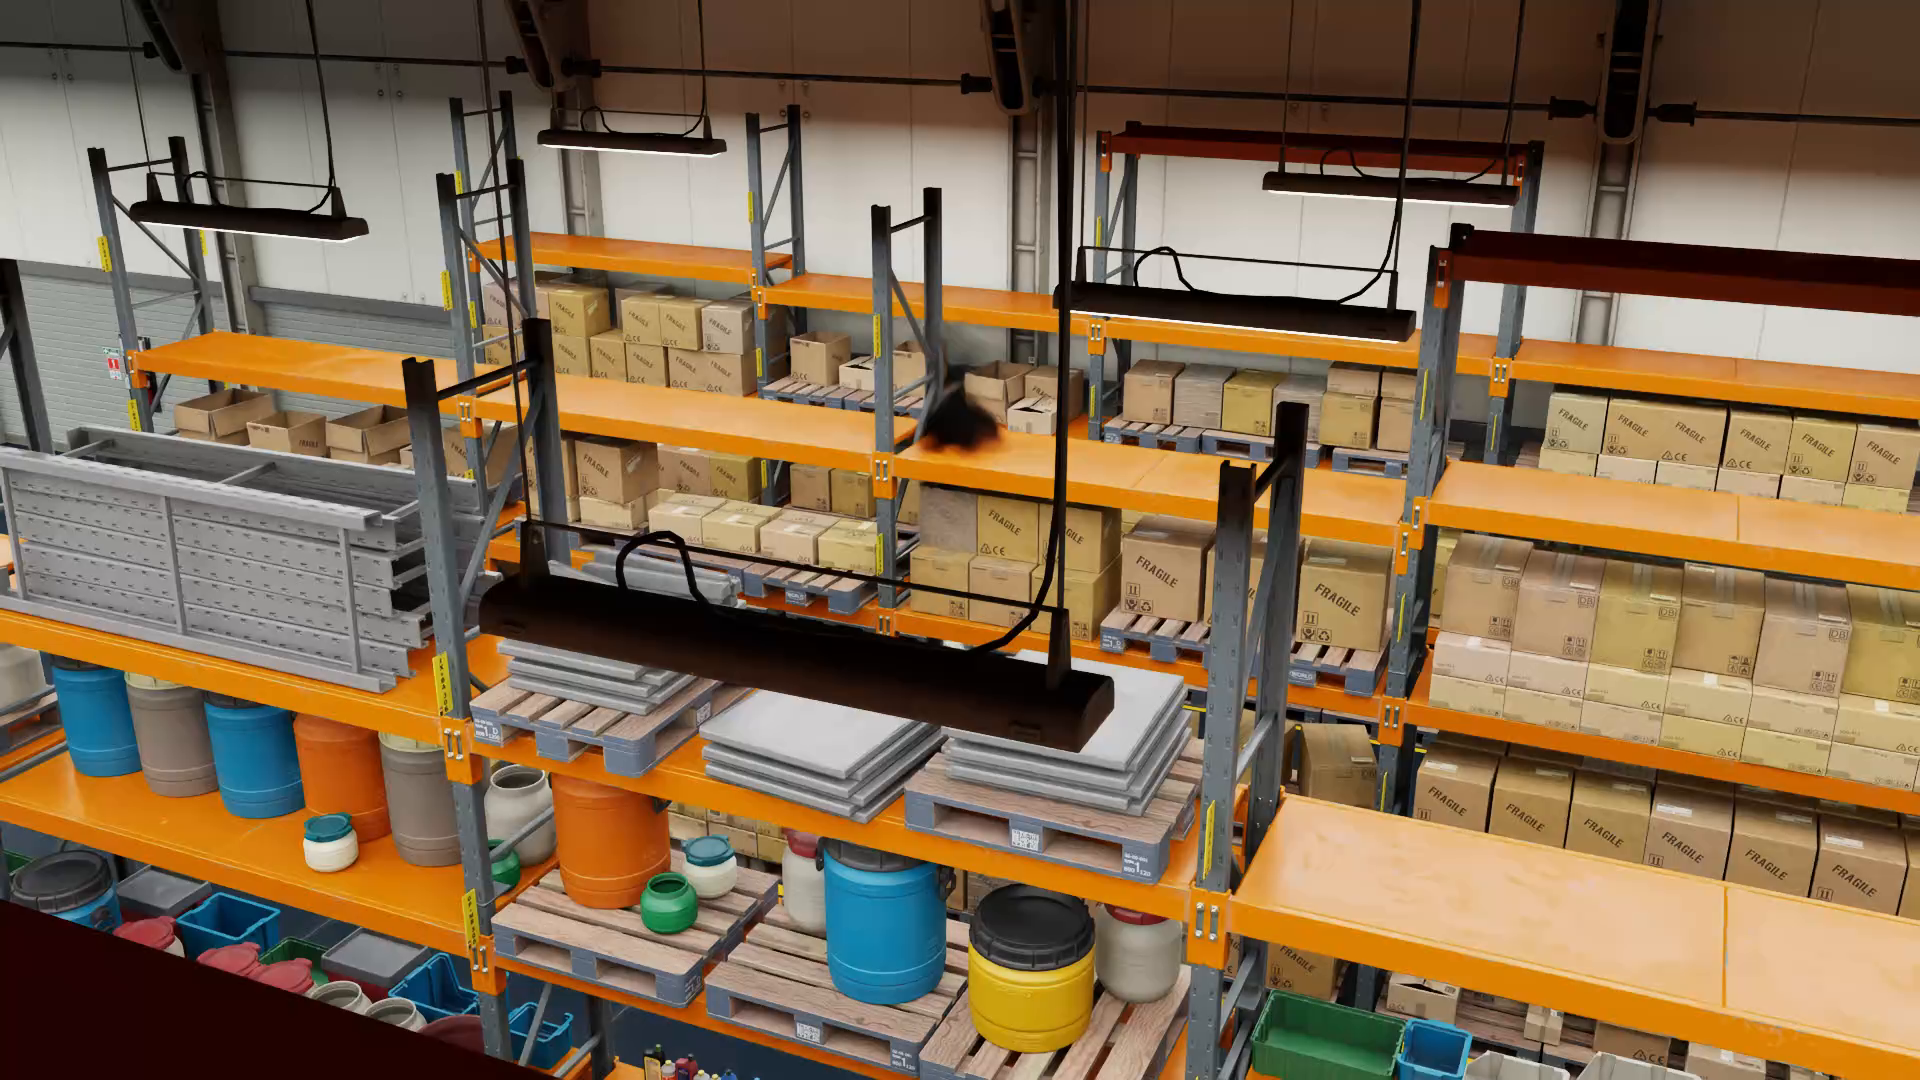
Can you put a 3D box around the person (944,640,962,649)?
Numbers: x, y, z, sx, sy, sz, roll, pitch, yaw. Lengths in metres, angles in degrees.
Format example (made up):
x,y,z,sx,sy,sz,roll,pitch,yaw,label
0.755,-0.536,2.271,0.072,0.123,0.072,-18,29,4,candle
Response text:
x,y,z,sx,sy,sz,roll,pitch,yaw,label
-0.123,1.497,16.518,0.777,1.643,0.605,-7,22,-19,person
